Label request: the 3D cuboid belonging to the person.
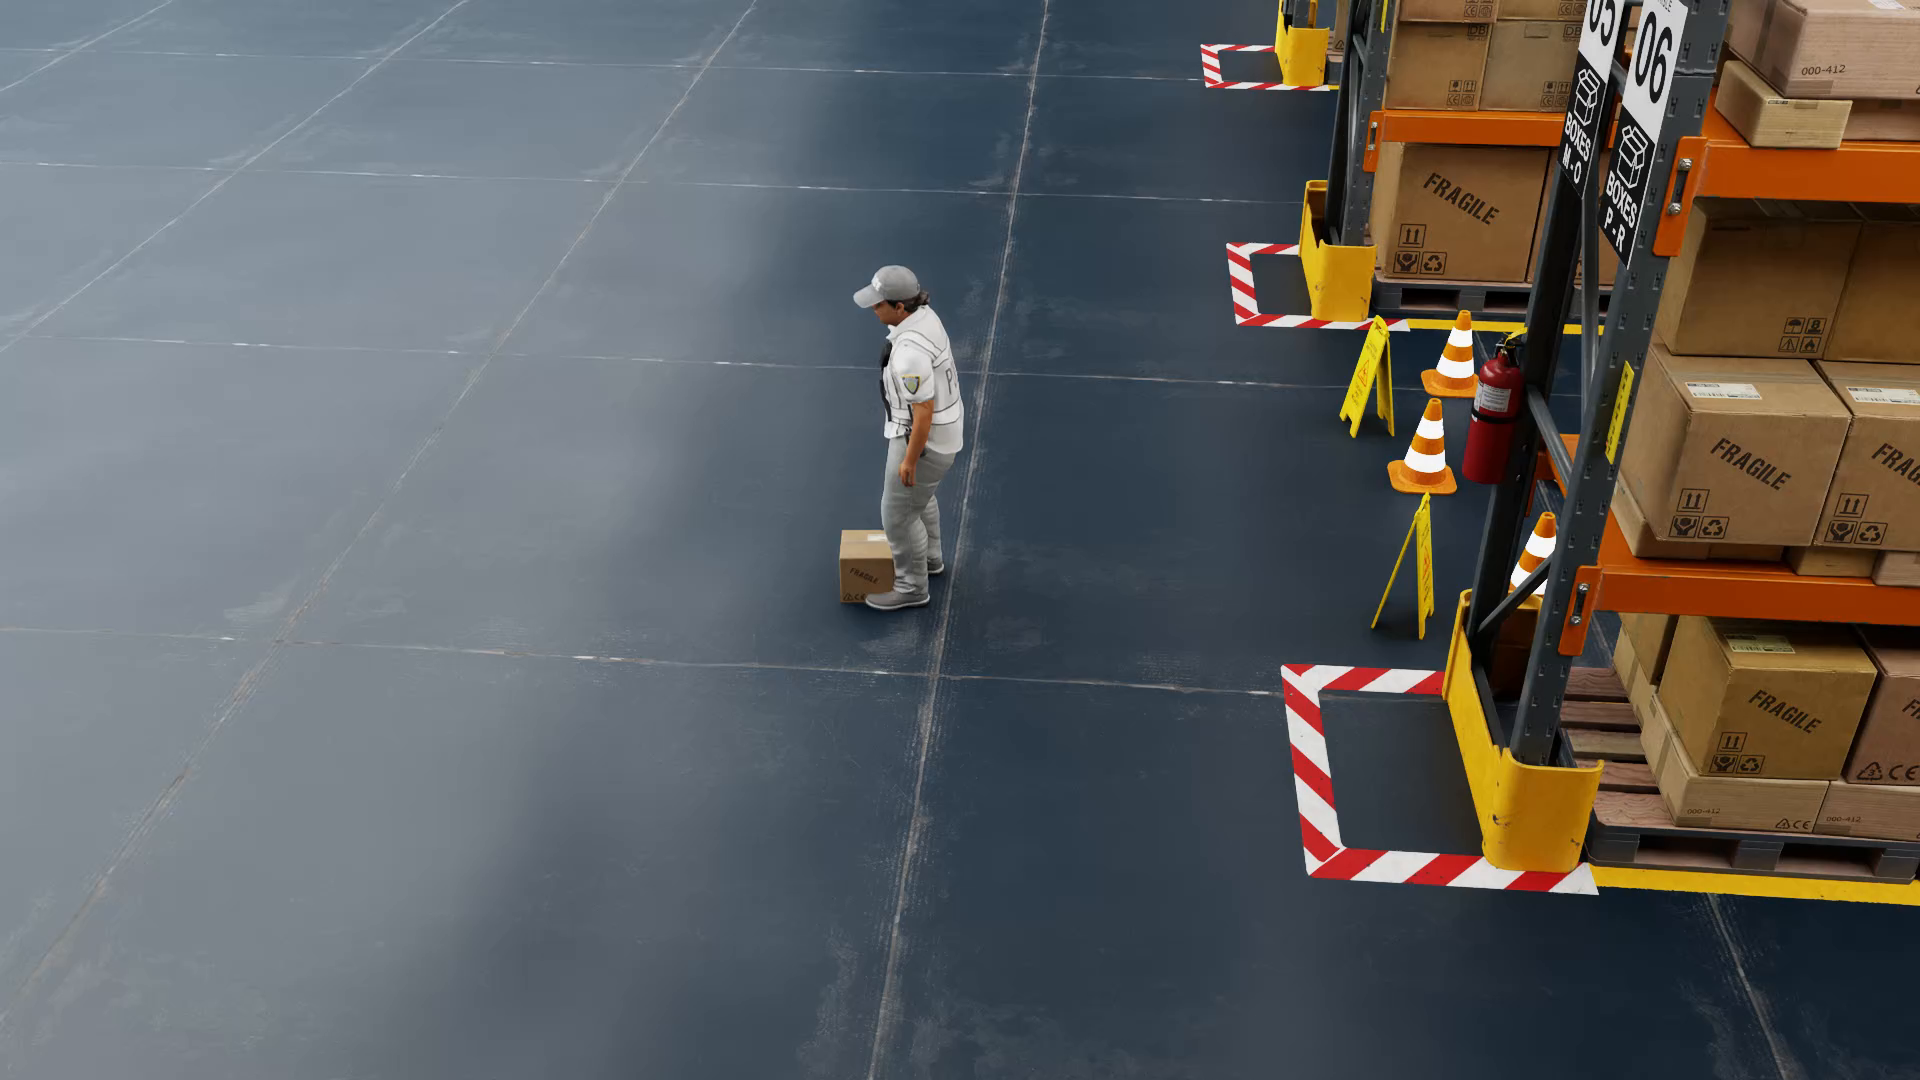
[{"bbox_3d":[-0.219,-0.466,7.477,0.468,1.664,0.552,1,32,2],"label":"person"}]
